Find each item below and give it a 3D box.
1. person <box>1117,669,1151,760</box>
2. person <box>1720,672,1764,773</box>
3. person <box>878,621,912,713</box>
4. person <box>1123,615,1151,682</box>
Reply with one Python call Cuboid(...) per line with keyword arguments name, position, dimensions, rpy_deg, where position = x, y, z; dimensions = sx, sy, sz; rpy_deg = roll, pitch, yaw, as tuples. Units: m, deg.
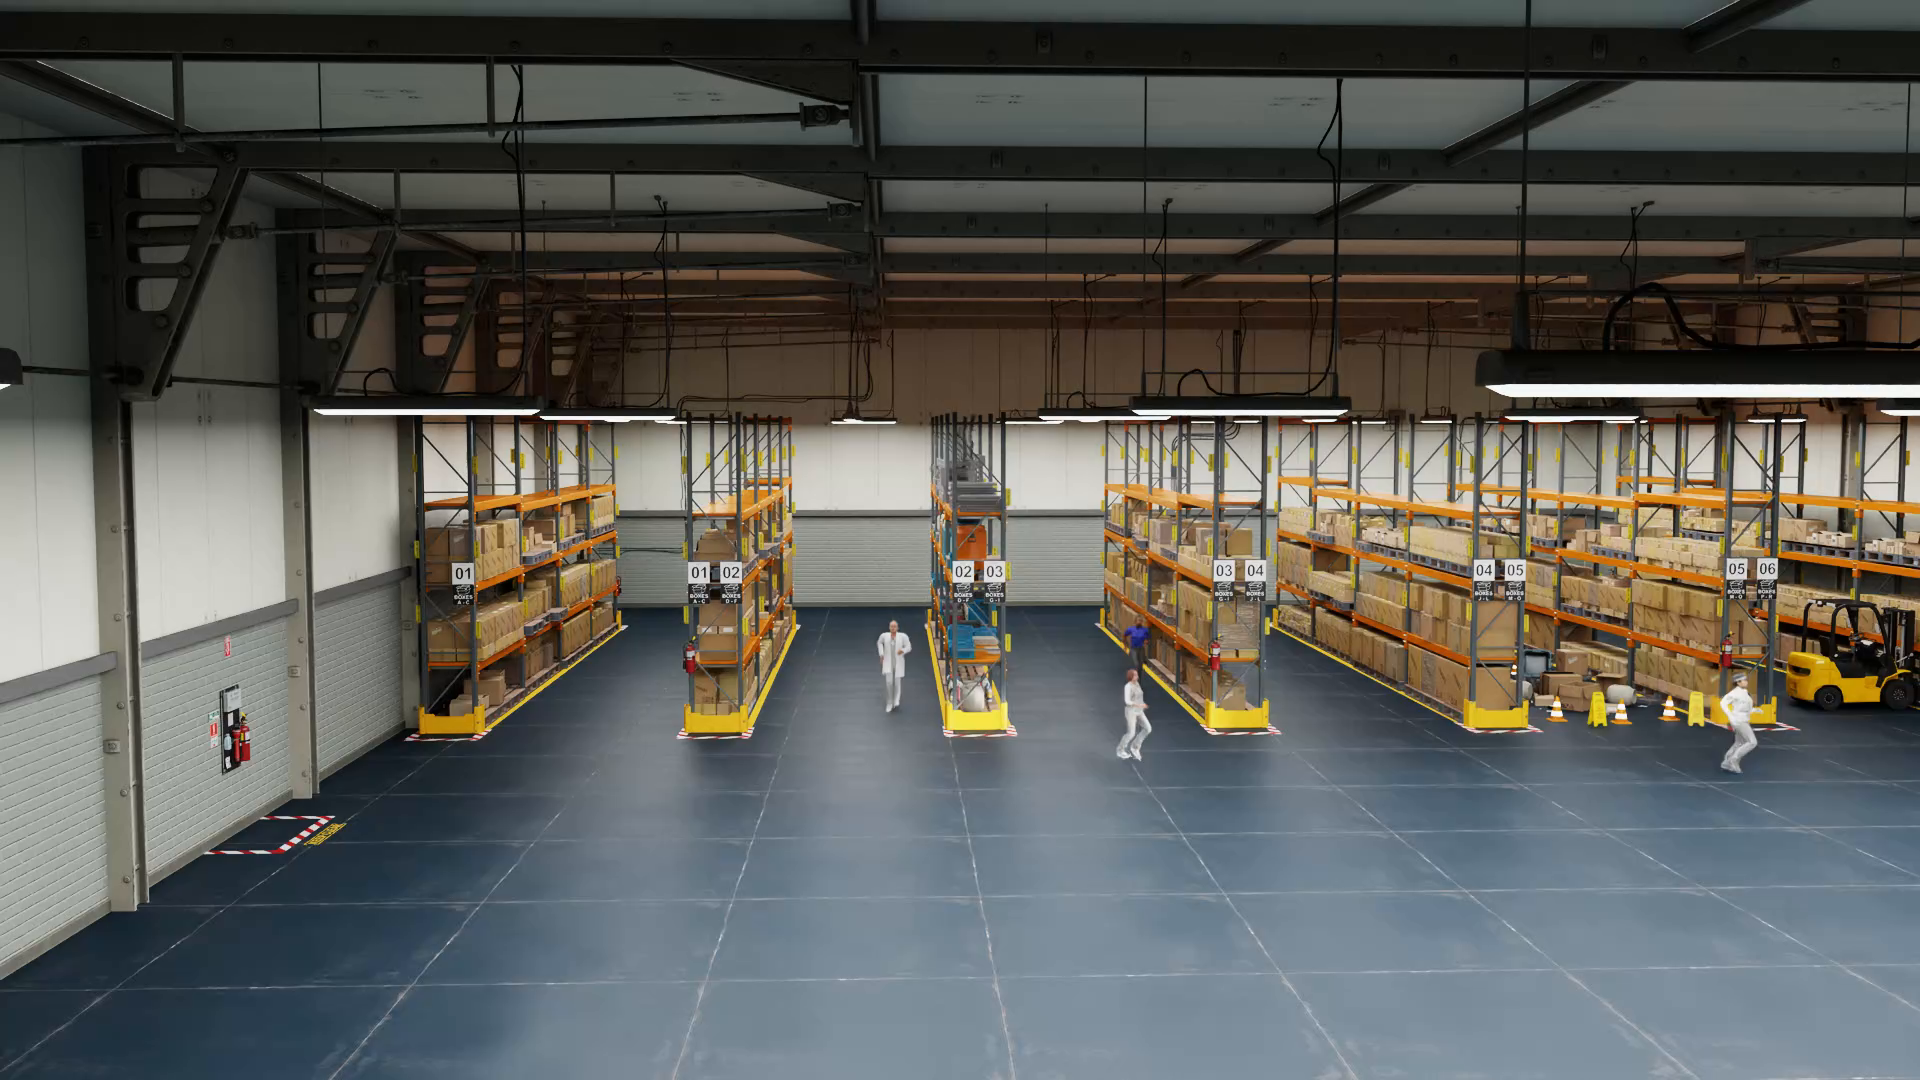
Cuboid(name="person", position=(2.986, 2.990, 28.545), dimensions=(0.629, 1.578, 0.545), rpy_deg=(3, 5, 36))
Cuboid(name="person", position=(12.900, 3.010, 27.422), dimensions=(0.641, 1.661, 0.586), rpy_deg=(3, 5, 41))
Cuboid(name="person", position=(-1.323, 2.550, 33.686), dimensions=(0.688, 1.841, 0.864), rpy_deg=(0, 4, -2))
Cuboid(name="person", position=(3.829, 2.464, 35.876), dimensions=(0.536, 1.690, 0.789), rpy_deg=(-1, 4, -10))
